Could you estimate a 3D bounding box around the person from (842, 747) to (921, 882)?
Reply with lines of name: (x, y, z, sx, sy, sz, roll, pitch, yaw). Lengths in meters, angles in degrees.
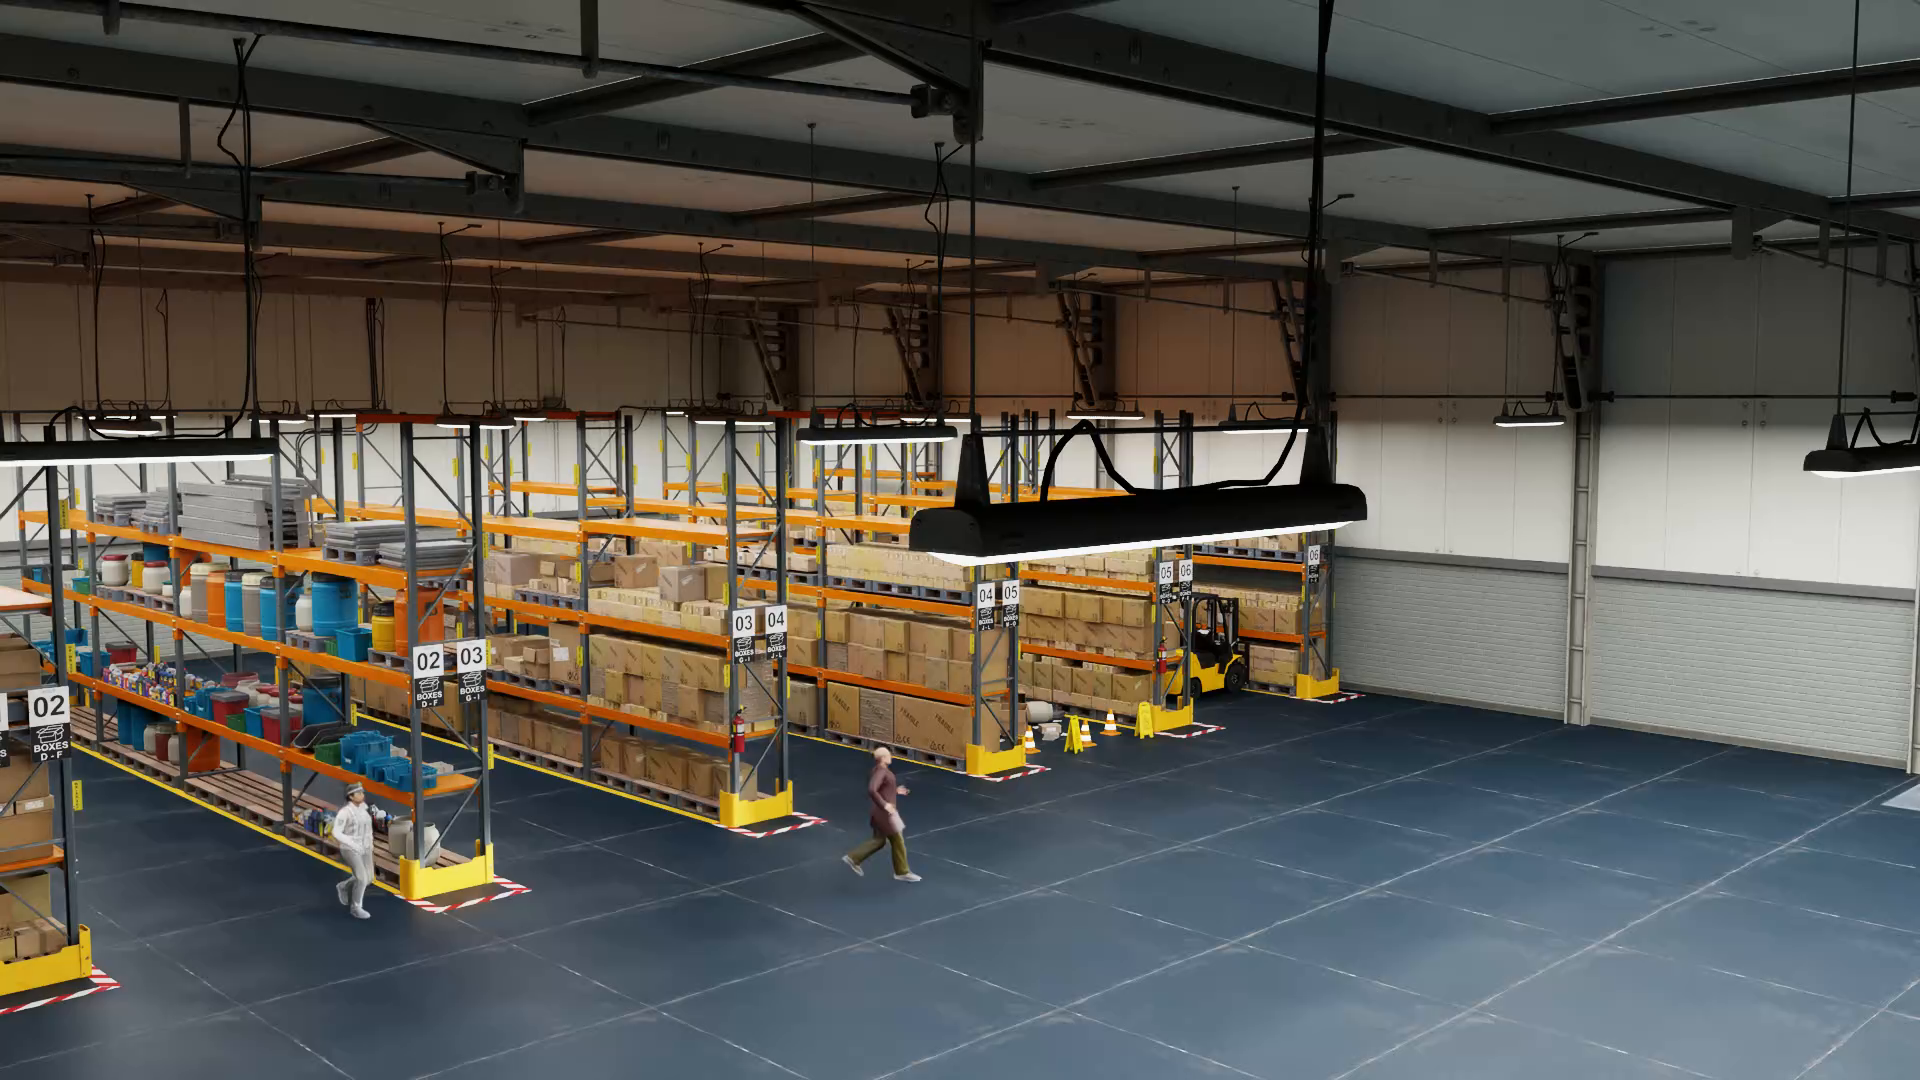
person: (-1.014, 3.572, 21.545, 1.039, 1.788, 0.709, -1, 5, -16)

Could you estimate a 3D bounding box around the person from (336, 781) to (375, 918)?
person: (-7.374, 3.761, 20.287, 0.544, 1.658, 0.482, 2, 5, 22)
